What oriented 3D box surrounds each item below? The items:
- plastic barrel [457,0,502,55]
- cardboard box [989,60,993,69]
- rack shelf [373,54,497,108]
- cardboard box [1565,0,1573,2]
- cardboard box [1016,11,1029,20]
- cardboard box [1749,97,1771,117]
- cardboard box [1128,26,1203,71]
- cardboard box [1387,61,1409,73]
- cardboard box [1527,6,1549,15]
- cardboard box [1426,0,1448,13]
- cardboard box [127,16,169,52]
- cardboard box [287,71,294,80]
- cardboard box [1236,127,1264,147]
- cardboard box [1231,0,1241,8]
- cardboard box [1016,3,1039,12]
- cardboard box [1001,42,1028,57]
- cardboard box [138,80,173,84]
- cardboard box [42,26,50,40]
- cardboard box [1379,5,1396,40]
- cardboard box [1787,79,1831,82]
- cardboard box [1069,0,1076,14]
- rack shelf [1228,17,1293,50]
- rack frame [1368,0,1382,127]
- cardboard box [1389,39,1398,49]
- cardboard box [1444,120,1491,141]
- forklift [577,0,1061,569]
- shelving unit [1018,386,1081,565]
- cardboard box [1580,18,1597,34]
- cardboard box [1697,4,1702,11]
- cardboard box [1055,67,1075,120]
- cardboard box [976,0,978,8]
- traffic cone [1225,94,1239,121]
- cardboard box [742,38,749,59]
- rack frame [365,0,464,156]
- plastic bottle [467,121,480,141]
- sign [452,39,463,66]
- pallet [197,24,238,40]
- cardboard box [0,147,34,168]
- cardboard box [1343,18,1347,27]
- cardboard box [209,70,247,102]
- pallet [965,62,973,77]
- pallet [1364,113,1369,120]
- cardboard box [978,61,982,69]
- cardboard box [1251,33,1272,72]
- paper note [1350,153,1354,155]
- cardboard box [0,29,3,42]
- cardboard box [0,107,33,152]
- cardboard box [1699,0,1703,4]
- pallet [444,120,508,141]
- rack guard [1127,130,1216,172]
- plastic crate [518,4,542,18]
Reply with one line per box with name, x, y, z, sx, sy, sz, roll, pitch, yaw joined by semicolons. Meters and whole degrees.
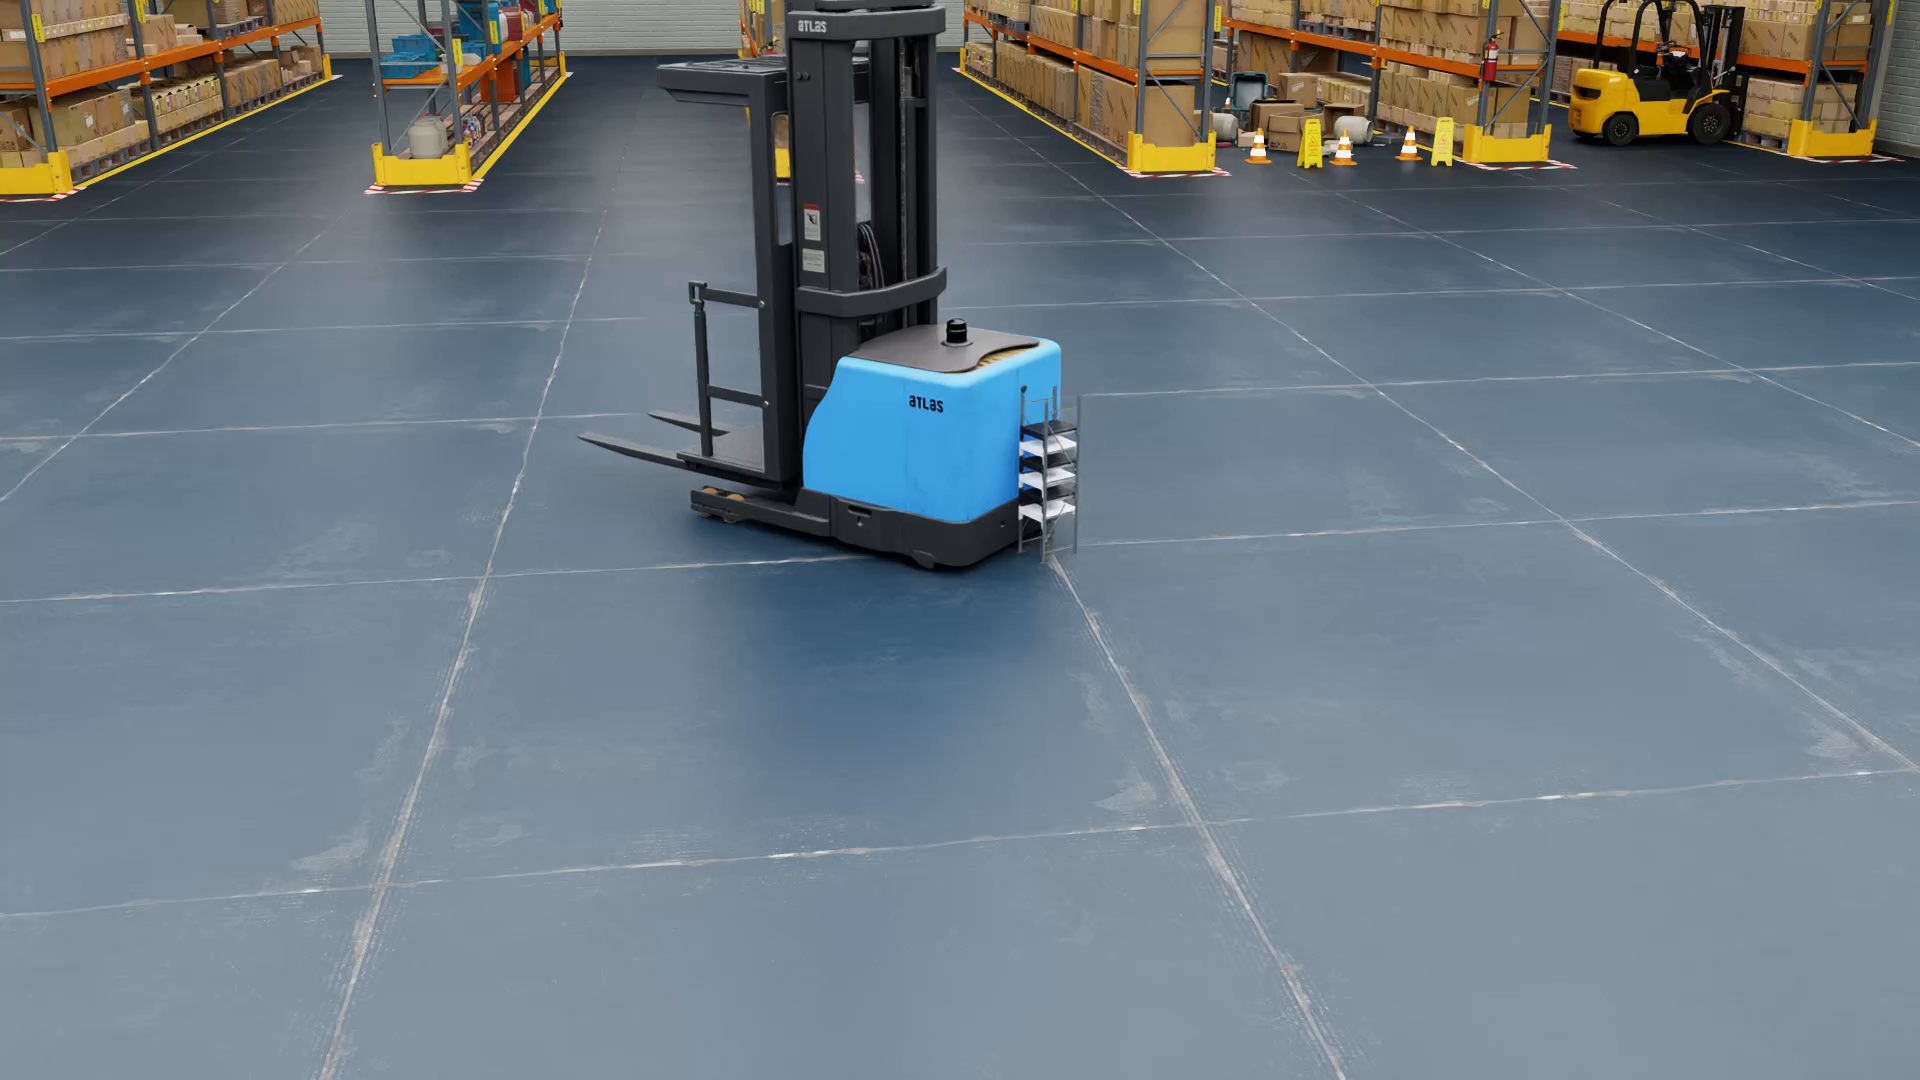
plastic barrel;-7.263;-7.812;25.129;0.600;0.901;0.708;-3;21;-8
cardboard box;0.804;-9.757;34.101;0.380;0.149;0.250;-3;21;-7
rack shelf;-7.218;-6.399;23.090;1.077;0.370;4.000;-3;21;-8
cardboard box;11.330;-9.948;30.493;0.380;0.149;0.250;-2;21;-7
cardboard box;1.215;-9.505;30.136;0.380;0.149;0.250;-3;21;-7
cardboard box;12.248;-6.514;24.986;0.500;0.250;0.500;-3;21;-8
cardboard box;2.796;-6.705;22.666;0.875;0.550;0.550;-3;21;-8
cardboard box;6.978;-7.478;26.280;0.380;0.149;0.250;-3;21;-7
cardboard box;11.061;-10.102;31.734;0.380;0.149;0.250;-3;21;-7
cardboard box;7.247;-7.960;24.245;0.700;0.500;0.500;-3;21;-8
cardboard box;-12.652;-7.849;25.802;0.500;0.500;0.500;-3;21;-8
cardboard box;-13.543;-9.284;33.206;0.380;0.166;0.250;-3;21;-8
cardboard box;4.388;-6.110;25.196;0.396;0.266;0.258;1;20;2
cardboard box;5.832;-10.945;33.734;0.500;0.250;0.500;-4;21;-9
cardboard box;1.219;-9.645;30.086;0.380;0.149;0.250;-2;21;-7
cardboard box;1.088;-9.587;32.497;0.500;0.250;0.500;-2;21;-6
cardboard box;-13.117;-7.358;27.159;0.500;0.311;0.500;-3;21;-9
cardboard box;-11.716;-6.384;20.951;0.380;0.149;0.250;-3;21;-9
cardboard box;6.989;-8.198;26.310;0.500;0.500;0.500;-3;21;-8
cardboard box;12.731;-6.770;24.957;0.500;0.250;0.500;-3;21;-8
cardboard box;2.164;-8.758;26.806;0.700;0.500;0.500;-3;21;-9
rack shelf;6.336;-9.918;32.513;1.077;0.370;4.000;-3;21;-8
rack frame;7.201;-8.178;26.825;1.000;3.000;0.127;-3;21;-8
cardboard box;7.017;-7.850;26.306;0.380;0.149;0.250;-2;21;-6
cardboard box;7.391;-5.976;24.260;0.500;0.250;0.500;-3;21;-8
forklift;-0.938;-1.604;9.322;3.031;2.935;1.130;14;24;32
shelving unit;0.474;-0.343;8.848;0.258;0.900;0.210;-14;25;-33
cardboard box;11.507;-9.226;29.845;0.500;0.250;0.500;-4;21;-10
cardboard box;12.002;-8.478;26.559;0.380;0.149;0.250;-3;21;-8
cardboard box;2.139;-7.247;26.946;1.050;0.750;0.750;-3;21;-8
cardboard box;0.619;-11.534;35.244;0.500;0.500;0.500;-3;21;-9
traffic cone;4.606;-7.398;28.363;0.336;0.463;0.334;-3;21;-8
cardboard box;-3.517;-9.119;31.782;1.225;0.875;0.875;-4;21;-10
rack frame;-6.930;-6.043;21.110;1.000;3.000;0.127;-3;21;-8
plastic bottle;-7.035;-5.915;24.031;0.152;0.276;0.135;-3;21;-7
sign;-6.385;-6.199;21.132;0.100;0.325;0.005;-3;21;-8
pallet;-13.153;-8.706;28.513;1.213;0.211;1.003;-3;21;-8
cardboard box;-12.202;-4.874;21.309;0.500;0.250;0.500;-3;21;-8
cardboard box;6.721;-8.775;28.183;0.380;0.149;0.250;-3;21;-8
cardboard box;-12.849;-7.953;29.166;0.500;0.500;0.500;-4;21;-10
pallet;0.680;-10.432;36.846;1.003;0.211;1.213;-3;21;-8
pallet;7.087;-7.141;28.034;1.003;0.211;1.213;-3;21;-8
cardboard box;0.582;-10.177;35.651;0.380;0.149;0.250;-3;21;-8
cardboard box;6.354;-9.626;33.139;0.875;0.875;0.875;-2;21;-6
paper note;5.672;-5.629;24.244;0.148;0.019;0.142;-11;23;-26
cardboard box;-12.076;-6.268;20.642;0.380;0.149;0.250;-3;21;-9
cardboard box;-12.204;-5.225;21.178;0.500;0.500;0.500;-3;21;-8
cardboard box;12.037;-8.621;26.515;0.380;0.149;0.250;-3;21;-9
pallet;-7.658;-6.392;26.028;1.003;0.211;1.213;-3;21;-8
rack guard;2.897;-5.329;22.770;1.175;0.500;0.348;-3;21;-8
plastic crate;-8.698;-10.709;33.684;0.437;0.282;0.530;-3;21;-8
